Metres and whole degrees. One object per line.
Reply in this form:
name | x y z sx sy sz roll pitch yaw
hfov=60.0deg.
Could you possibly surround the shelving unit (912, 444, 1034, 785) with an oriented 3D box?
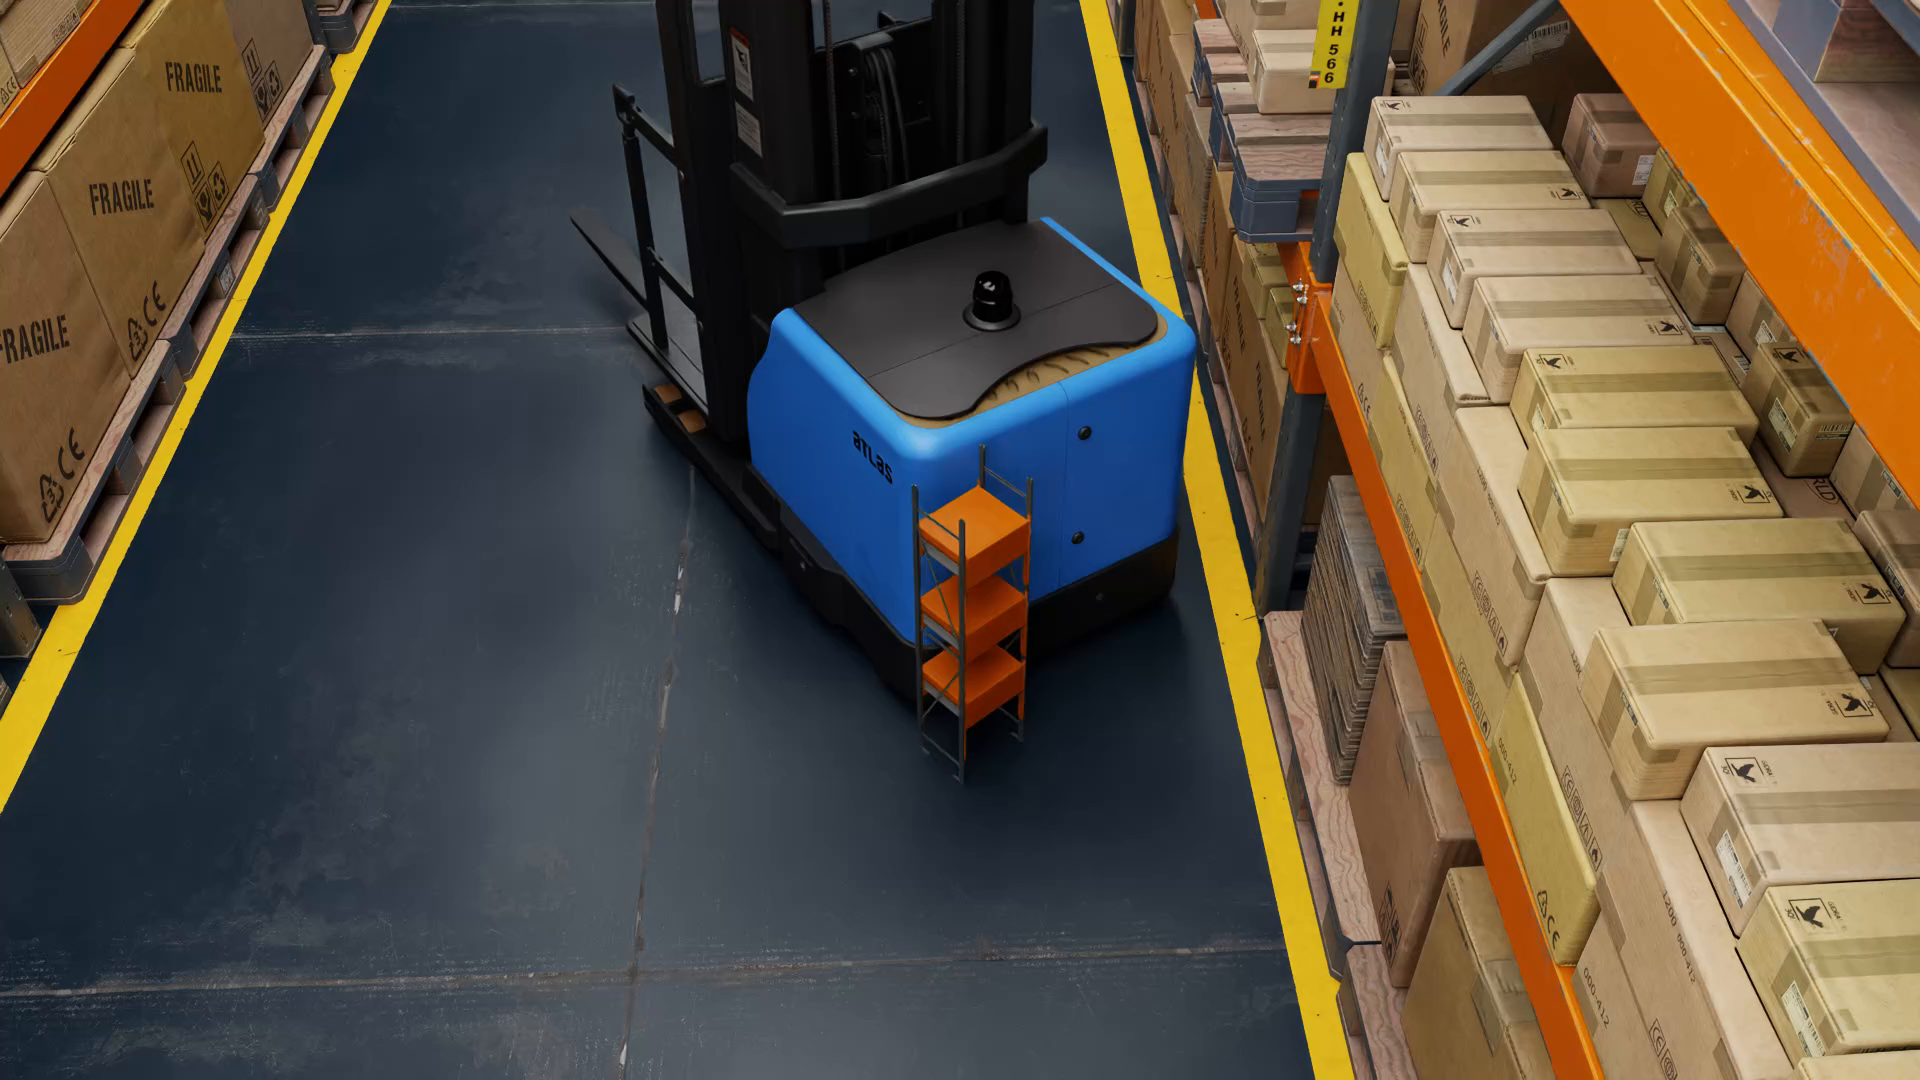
shelving unit | 0.033 0.236 4.716 0.252 1.050 0.215 -32 51 -30

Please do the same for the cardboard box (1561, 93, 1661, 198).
cardboard box | 1.691 -0.955 4.018 0.380 0.149 0.250 0 43 0

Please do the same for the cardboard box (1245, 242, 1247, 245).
cardboard box | 1.192 -1.054 5.739 0.380 0.149 0.250 -3 43 -3

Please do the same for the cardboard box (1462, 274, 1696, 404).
cardboard box | 1.268 -0.416 3.430 0.380 0.149 0.250 -1 43 -1

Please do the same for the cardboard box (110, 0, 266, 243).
cardboard box | -3.501 -1.794 6.749 0.875 0.875 0.875 -1 43 -1

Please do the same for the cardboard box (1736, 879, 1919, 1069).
cardboard box | 1.330 0.615 2.305 0.380 0.149 0.250 -3 43 -3

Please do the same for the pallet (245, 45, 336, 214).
pallet | -3.545 -1.901 7.668 1.003 0.211 1.213 -2 43 -2

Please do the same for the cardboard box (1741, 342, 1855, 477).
cardboard box | 1.778 -0.263 3.262 0.380 0.149 0.250 -2 43 -2

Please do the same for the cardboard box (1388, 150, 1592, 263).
cardboard box | 1.207 -0.765 3.811 0.380 0.149 0.250 -1 43 -1

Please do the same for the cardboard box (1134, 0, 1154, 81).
cardboard box | 1.101 -2.493 7.789 0.500 0.500 0.500 0 43 0

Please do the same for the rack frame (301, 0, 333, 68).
rack frame | -3.653 -3.448 7.292 1.000 3.000 0.127 -2 43 -2

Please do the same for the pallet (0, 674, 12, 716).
pallet | -3.452 0.808 4.712 1.003 0.211 1.213 -2 43 -2

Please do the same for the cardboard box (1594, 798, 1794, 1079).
cardboard box | 1.324 0.662 2.549 0.500 0.250 0.500 -1 43 -1

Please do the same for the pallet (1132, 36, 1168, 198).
pallet | 1.378 -2.017 7.794 1.003 0.211 1.213 -2 43 -2

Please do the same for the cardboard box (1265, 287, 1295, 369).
cardboard box | 1.201 -0.691 5.343 0.380 0.149 0.250 -4 43 -4

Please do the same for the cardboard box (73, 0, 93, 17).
cardboard box | -3.333 -2.064 5.892 0.500 0.250 0.500 -2 43 -2

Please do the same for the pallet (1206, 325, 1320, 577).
pallet | 1.482 -0.370 5.997 1.003 0.211 1.213 -2 43 -2

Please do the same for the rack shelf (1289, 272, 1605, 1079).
rack shelf | 1.560 0.723 3.274 1.077 0.370 4.000 -2 43 -2

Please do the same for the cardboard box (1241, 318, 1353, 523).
cardboard box | 1.243 -0.405 5.511 0.500 0.500 0.500 -1 43 -1

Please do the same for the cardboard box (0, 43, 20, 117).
cardboard box | -3.292 -1.376 5.142 0.500 0.250 0.500 -3 43 -3

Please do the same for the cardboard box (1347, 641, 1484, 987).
cardboard box | 1.524 0.690 4.224 0.875 0.625 0.625 0 43 0

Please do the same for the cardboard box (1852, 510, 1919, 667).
cardboard box | 1.776 0.081 2.888 0.380 0.149 0.250 -1 43 -1

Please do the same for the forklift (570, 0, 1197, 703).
forklift | -0.516 -1.549 5.271 1.130 2.935 3.031 -24 48 -24

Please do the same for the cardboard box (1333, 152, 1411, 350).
cardboard box | 1.225 -0.714 4.051 0.500 0.250 0.500 -2 43 -2

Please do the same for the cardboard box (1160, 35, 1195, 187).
cardboard box | 1.151 -1.797 7.030 0.500 0.500 0.500 -3 43 -3

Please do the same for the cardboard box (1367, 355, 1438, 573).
cardboard box | 1.267 -0.191 3.850 0.500 0.250 0.500 -2 43 -3

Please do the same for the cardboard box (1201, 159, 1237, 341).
cardboard box | 1.207 -1.097 6.266 0.500 0.500 0.500 0 43 0

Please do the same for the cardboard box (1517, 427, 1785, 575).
cardboard box | 1.260 -0.074 3.057 0.380 0.149 0.250 -1 43 -1

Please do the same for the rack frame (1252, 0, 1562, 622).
rack frame | 1.475 -0.893 4.504 1.000 3.000 0.127 -2 43 -2

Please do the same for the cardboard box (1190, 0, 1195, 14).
cardboard box | 1.192 -2.273 7.069 0.380 0.149 0.250 -2 43 -3

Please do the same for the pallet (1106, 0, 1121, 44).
pallet | 1.277 -3.029 8.898 1.003 0.211 1.213 -2 43 -2

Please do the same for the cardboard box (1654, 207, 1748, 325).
cardboard box | 1.764 -0.605 3.636 0.380 0.149 0.250 -2 43 -2

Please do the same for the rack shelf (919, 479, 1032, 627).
rack shelf | 0.033 0.034 4.531 0.240 0.259 0.215 -32 51 -30

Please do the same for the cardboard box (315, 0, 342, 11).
cardboard box | -3.573 -3.085 8.482 0.875 0.438 0.875 -2 43 -2

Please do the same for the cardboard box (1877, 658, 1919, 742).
cardboard box | 1.828 0.297 2.947 0.500 0.250 0.500 -2 43 -3

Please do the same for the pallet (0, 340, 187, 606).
pallet | -3.442 -0.254 5.871 1.003 0.211 1.213 -2 43 -2

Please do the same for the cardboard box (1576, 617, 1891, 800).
cardboard box | 1.236 0.269 2.683 0.380 0.149 0.250 -3 43 -3

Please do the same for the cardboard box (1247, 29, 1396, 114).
cardboard box | 1.064 -1.387 4.919 0.380 0.149 0.250 -1 43 -1

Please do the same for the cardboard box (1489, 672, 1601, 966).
cardboard box | 1.316 0.507 3.088 0.500 0.250 0.500 0 43 0

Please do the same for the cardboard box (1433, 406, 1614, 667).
cardboard box | 1.275 -0.023 3.296 0.500 0.250 0.500 -3 43 -3

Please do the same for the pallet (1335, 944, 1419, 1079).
pallet | 1.520 1.514 3.942 1.003 0.211 1.213 -2 43 -2

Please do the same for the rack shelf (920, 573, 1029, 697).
rack shelf | 0.033 0.243 4.723 0.240 0.259 0.215 -32 51 -30

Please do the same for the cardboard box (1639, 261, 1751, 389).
cardboard box | 1.796 -0.381 3.687 0.500 0.250 0.500 -1 43 -1

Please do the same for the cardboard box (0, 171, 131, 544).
cardboard box | -3.430 -0.588 5.433 0.875 0.875 0.875 -2 43 -2

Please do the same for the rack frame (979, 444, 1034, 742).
rack frame | 0.123 0.180 4.777 0.008 1.050 0.200 -32 51 -30
